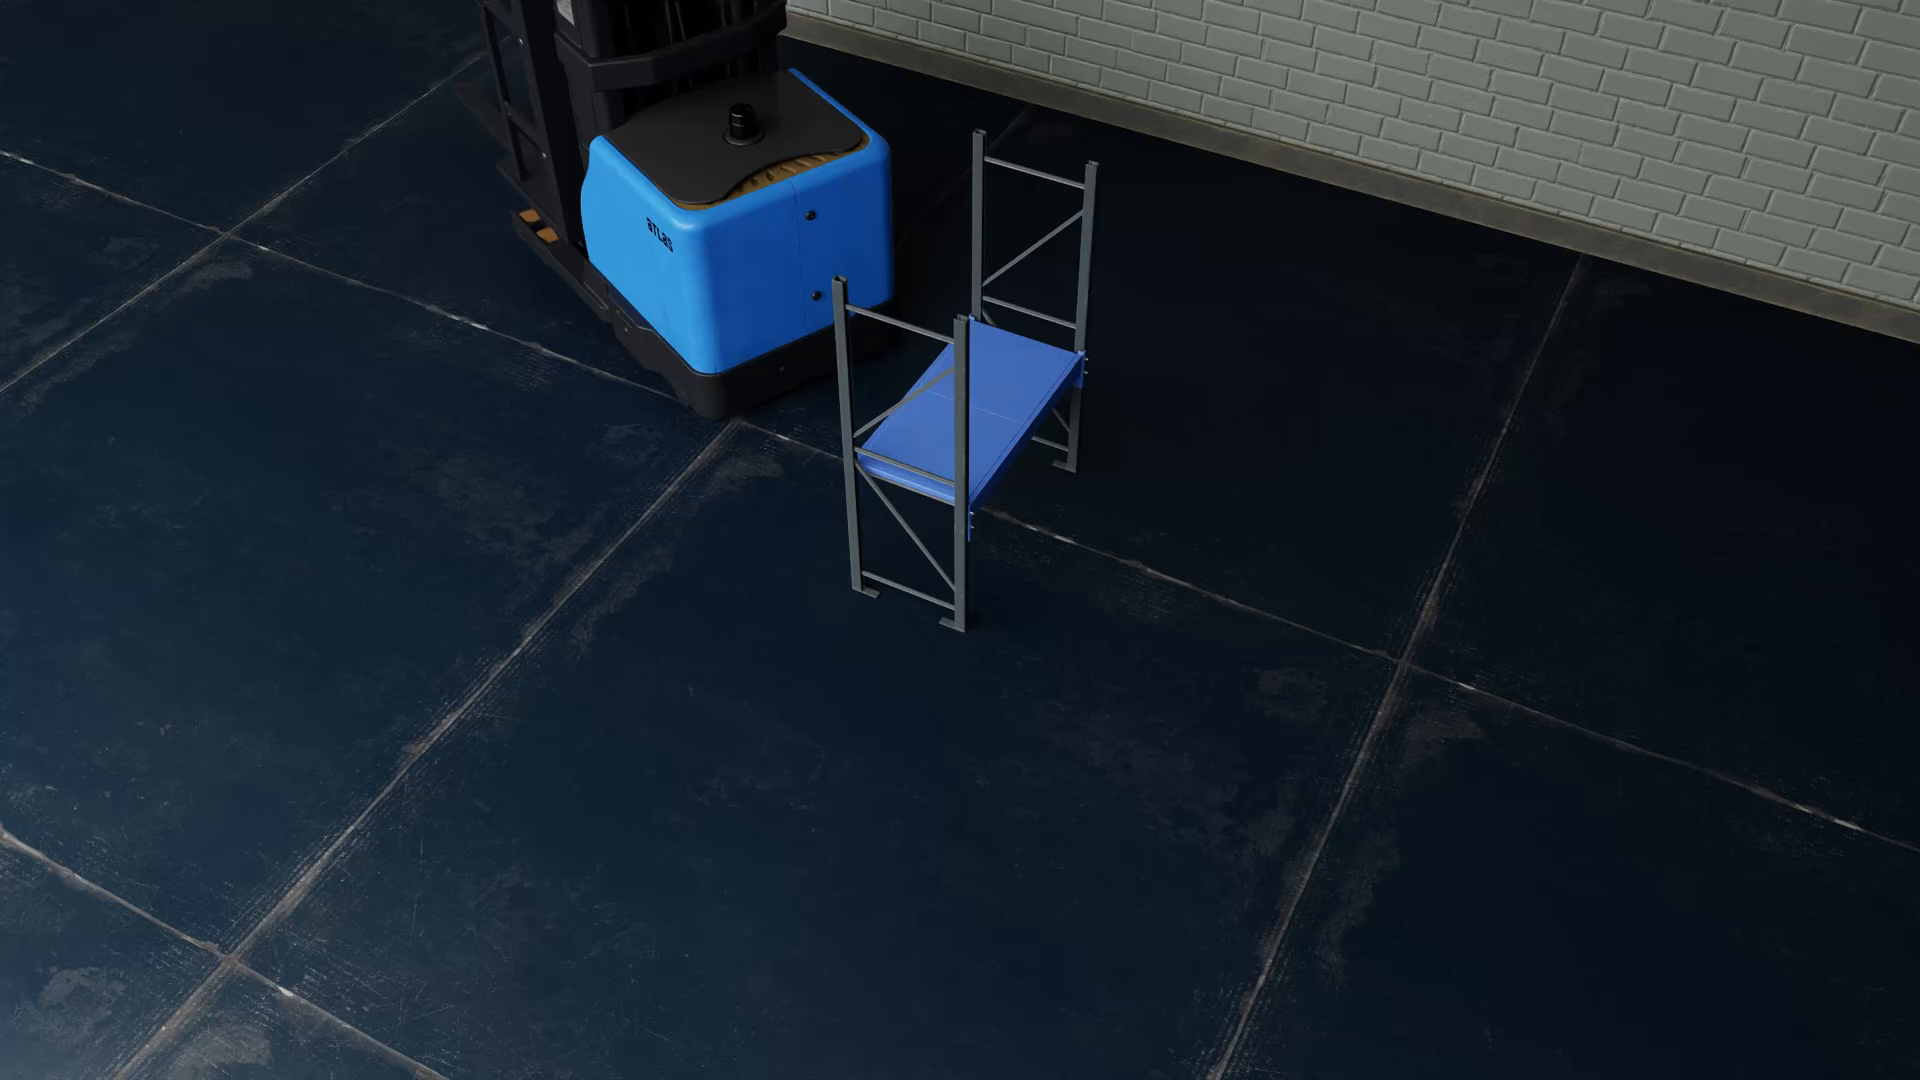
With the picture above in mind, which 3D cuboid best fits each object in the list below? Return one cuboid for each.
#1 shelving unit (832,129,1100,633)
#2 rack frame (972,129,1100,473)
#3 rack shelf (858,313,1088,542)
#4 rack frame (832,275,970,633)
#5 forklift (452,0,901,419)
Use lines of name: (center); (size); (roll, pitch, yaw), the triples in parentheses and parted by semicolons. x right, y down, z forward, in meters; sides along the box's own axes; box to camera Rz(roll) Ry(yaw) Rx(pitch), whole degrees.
shelving unit: (0.040, -0.581, 6.270); (0.538, 1.500, 1.048); (20, 49, 19)
rack frame: (0.276, -0.901, 6.586); (0.500, 1.500, 0.032); (20, 49, 19)
rack shelf: (0.040, -0.455, 6.398); (0.538, 0.185, 1.000); (20, 49, 19)
rack frame: (-0.196, -0.261, 5.953); (0.500, 1.500, 0.032); (20, 49, 19)
forklift: (-1.541, -2.561, 7.221); (1.130, 2.935, 3.031); (-27, 51, -24)
